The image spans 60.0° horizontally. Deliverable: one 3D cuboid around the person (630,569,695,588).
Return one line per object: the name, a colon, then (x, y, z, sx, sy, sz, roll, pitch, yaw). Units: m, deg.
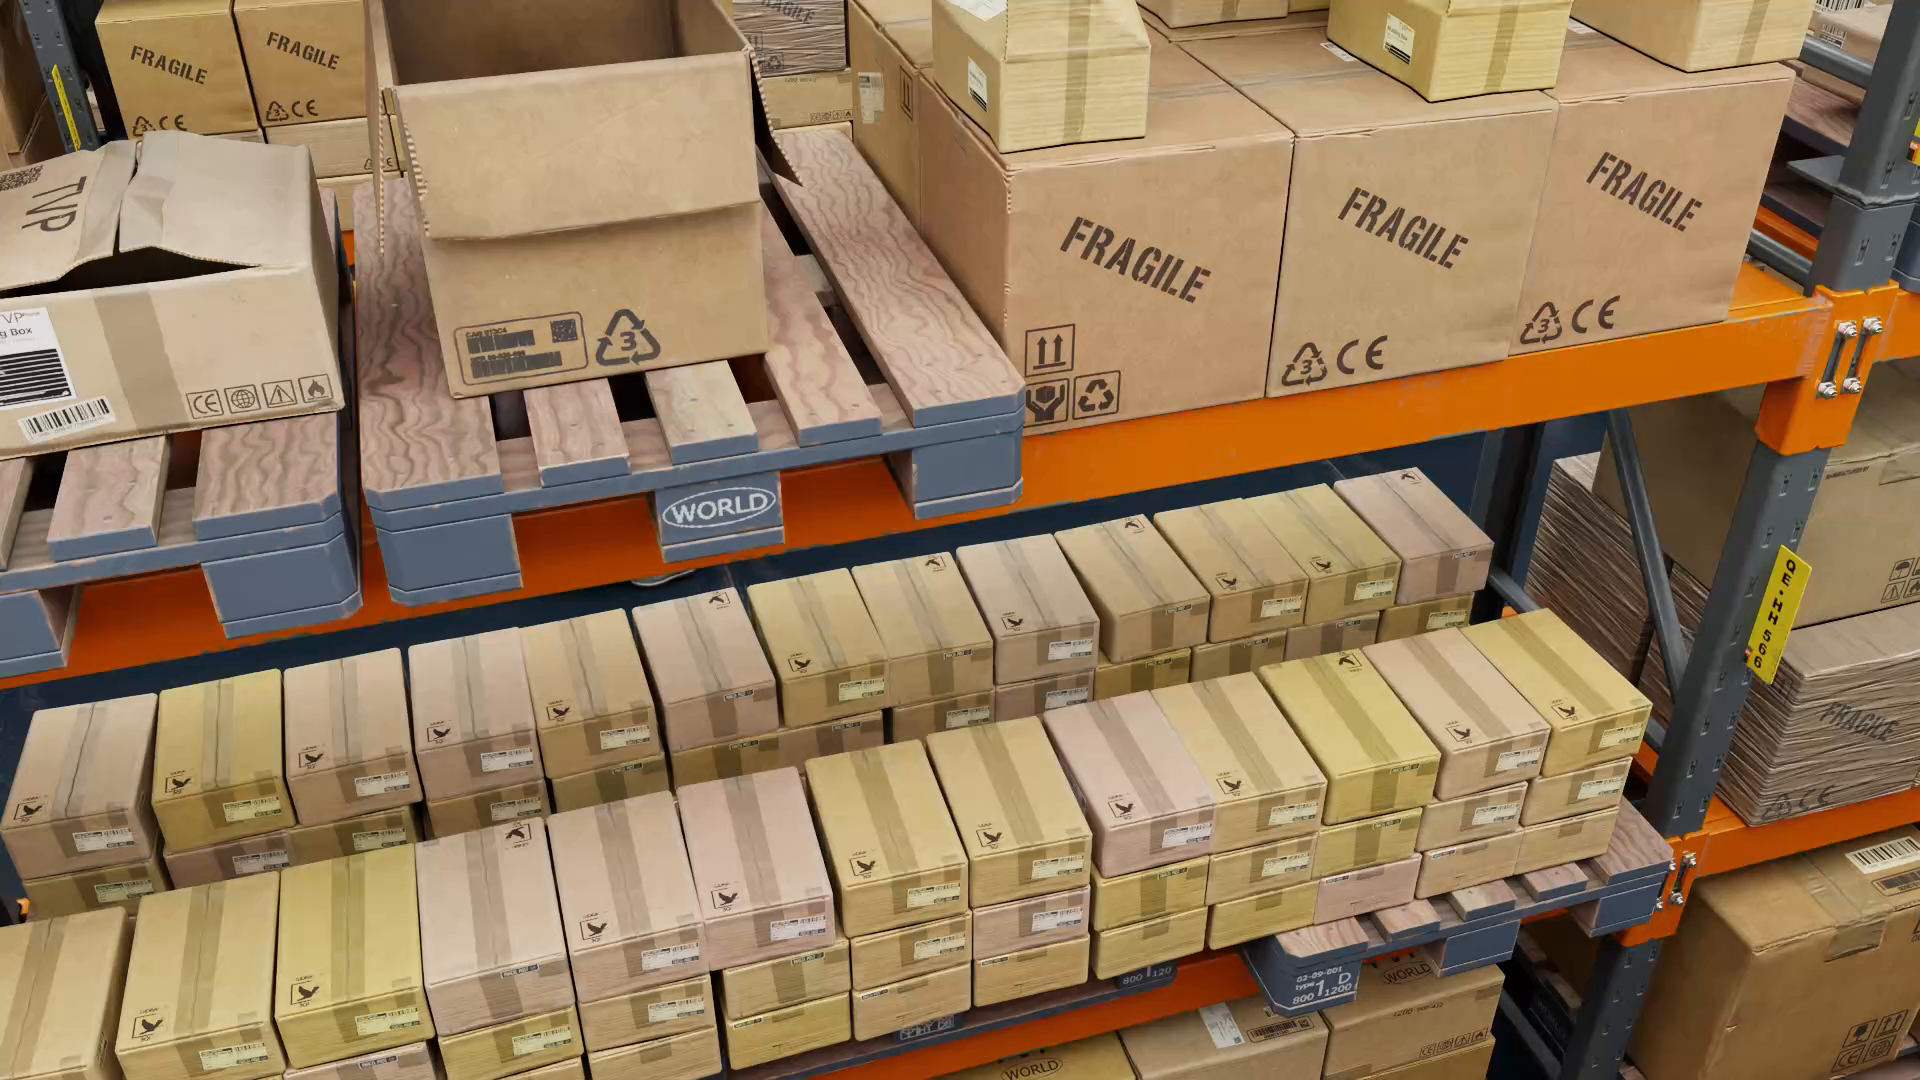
person: (-1.400, -0.260, 7.153, 0.807, 0.970, 0.515, -10, 35, -15)
